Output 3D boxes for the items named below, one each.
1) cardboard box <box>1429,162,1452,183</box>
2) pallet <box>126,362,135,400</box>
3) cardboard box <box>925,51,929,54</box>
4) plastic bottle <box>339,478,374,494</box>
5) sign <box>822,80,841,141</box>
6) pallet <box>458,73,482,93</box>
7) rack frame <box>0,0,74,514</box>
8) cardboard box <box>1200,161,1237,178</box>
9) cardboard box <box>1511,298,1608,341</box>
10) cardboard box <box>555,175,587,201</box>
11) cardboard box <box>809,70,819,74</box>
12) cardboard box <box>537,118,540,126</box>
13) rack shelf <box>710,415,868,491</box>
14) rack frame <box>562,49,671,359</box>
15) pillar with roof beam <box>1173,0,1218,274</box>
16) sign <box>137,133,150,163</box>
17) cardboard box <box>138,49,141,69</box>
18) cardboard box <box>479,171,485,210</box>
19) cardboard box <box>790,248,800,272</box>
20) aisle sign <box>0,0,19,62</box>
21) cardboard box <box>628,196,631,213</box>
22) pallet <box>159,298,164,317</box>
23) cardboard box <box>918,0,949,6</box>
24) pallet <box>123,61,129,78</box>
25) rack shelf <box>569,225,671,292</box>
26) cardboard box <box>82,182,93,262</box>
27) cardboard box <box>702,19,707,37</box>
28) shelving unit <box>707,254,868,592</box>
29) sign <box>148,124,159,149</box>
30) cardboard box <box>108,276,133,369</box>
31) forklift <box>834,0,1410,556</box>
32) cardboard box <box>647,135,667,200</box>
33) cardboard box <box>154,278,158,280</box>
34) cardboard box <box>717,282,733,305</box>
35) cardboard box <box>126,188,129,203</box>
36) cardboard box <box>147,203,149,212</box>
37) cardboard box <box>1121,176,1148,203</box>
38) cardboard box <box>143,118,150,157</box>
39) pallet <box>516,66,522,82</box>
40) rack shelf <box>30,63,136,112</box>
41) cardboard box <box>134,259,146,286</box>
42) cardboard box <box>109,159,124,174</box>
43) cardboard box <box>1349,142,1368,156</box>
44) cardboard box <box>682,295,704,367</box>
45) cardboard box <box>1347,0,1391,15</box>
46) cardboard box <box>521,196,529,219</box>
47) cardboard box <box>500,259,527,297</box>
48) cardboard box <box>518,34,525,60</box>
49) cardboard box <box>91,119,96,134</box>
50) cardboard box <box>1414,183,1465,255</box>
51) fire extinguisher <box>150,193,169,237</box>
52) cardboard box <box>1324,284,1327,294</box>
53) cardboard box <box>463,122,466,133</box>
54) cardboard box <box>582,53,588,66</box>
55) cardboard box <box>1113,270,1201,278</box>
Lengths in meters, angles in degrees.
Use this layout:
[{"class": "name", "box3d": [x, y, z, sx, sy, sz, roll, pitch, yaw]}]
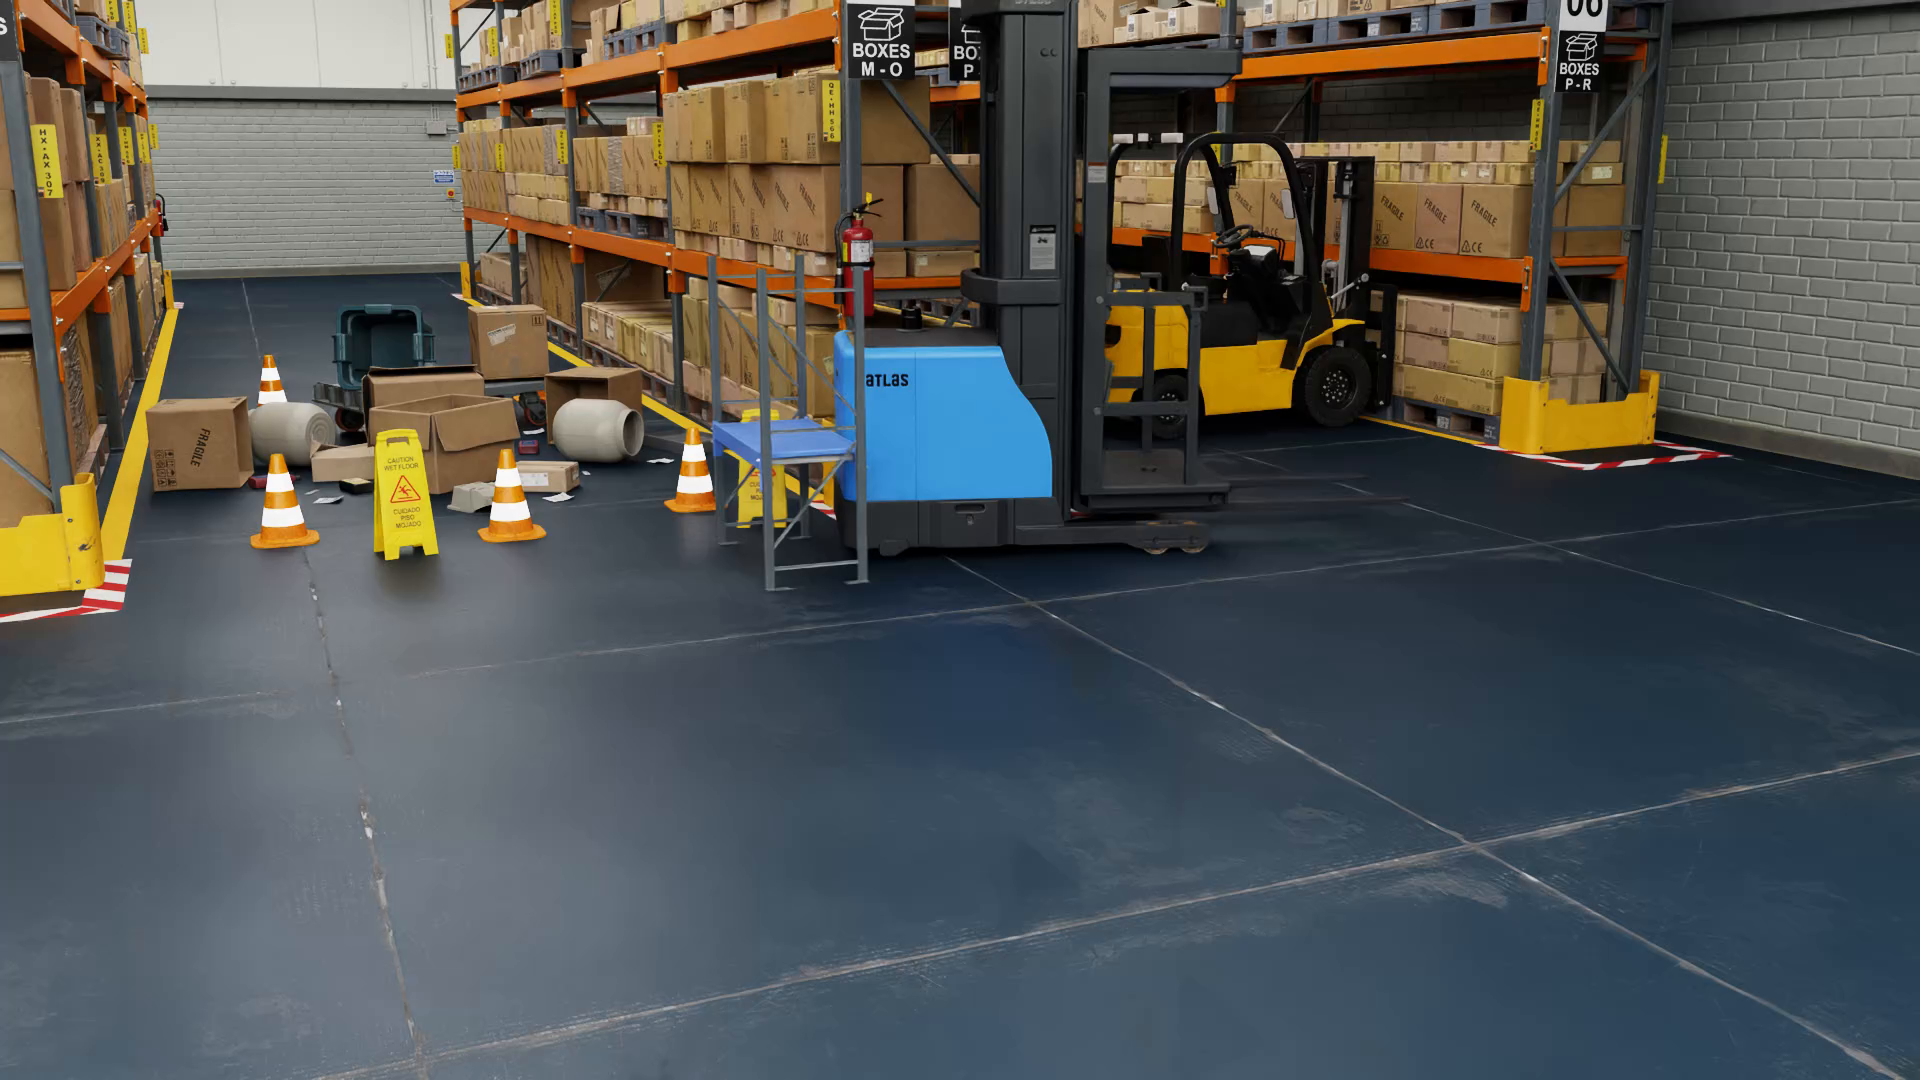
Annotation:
[{"class": "cardboard box", "box3d": [3.695, -2.711, 12.272, 0.380, 0.149, 0.250, -6, 14, -23]}, {"class": "pallet", "box3d": [-7.642, -1.346, 14.218, 1.003, 0.211, 1.213, -6, 14, -23]}, {"class": "cardboard box", "box3d": [-0.214, -6.051, 20.452, 0.380, 0.149, 0.250, -5, 14, -22]}, {"class": "plastic bottle", "box3d": [-3.714, -0.337, 10.191, 0.133, 0.061, 0.283, -12, 18, -42]}, {"class": "sign", "box3d": [-0.706, -2.362, 9.153, 0.100, 0.325, 0.005, -6, 14, -23]}, {"class": "pallet", "box3d": [-6.292, -6.261, 22.814, 1.003, 0.211, 1.213, -6, 14, -23]}, {"class": "rack frame", "box3d": [-4.685, -1.222, 7.496, 1.000, 3.000, 0.127, -6, 14, -23]}, {"class": "cardboard box", "box3d": [2.414, -3.380, 15.163, 0.380, 0.149, 0.250, -5, 14, -21]}, {"class": "cardboard box", "box3d": [4.338, -1.607, 12.111, 0.500, 0.250, 0.500, -6, 14, -24]}, {"class": "cardboard box", "box3d": [-3.821, -3.590, 16.953, 0.500, 0.250, 0.500, -6, 14, -23]}, {"class": "cardboard box", "box3d": [-1.902, -6.758, 24.438, 0.500, 0.250, 0.500, -5, 14, -22]}, {"class": "cardboard box", "box3d": [-5.144, -5.210, 20.850, 0.380, 0.149, 0.250, -6, 14, -24]}, {"class": "rack shelf", "box3d": [-0.863, -0.442, 8.249, 0.538, 0.185, 1.000, -5, 14, -20]}, {"class": "rack frame", "box3d": [-3.394, -3.342, 16.659, 1.000, 3.000, 0.127, -6, 14, -23]}, {"class": "pillar with roof beam", "box3d": [-1.444, -6.137, 15.431, 9.100, 9.000, 0.400, -6, 14, -23]}, {"class": "sign", "box3d": [-8.984, -4.316, 18.297, 0.100, 0.325, 0.005, -6, 14, -23]}, {"class": "cardboard box", "box3d": [-10.676, -6.087, 21.089, 0.500, 0.250, 0.500, -6, 14, -25]}, {"class": "cardboard box", "box3d": [-6.038, -4.608, 21.906, 0.500, 0.500, 0.500, -5, 14, -21]}, {"class": "cardboard box", "box3d": [-0.822, -1.722, 10.216, 0.380, 0.149, 0.250, -6, 14, -24]}, {"class": "aisle sign", "box3d": [-4.381, -2.501, 7.256, 0.394, 0.787, 0.004, -6, 14, -23]}, {"class": "cardboard box", "box3d": [-2.646, -2.892, 14.337, 0.380, 0.149, 0.250, -6, 14, -23]}, {"class": "pallet", "box3d": [-10.770, -2.982, 21.286, 1.003, 0.211, 1.213, -6, 14, -23]}, {"class": "cardboard box", "box3d": [-0.025, -3.126, 9.631, 0.380, 0.149, 0.250, -6, 14, -23]}, {"class": "pallet", "box3d": [-9.342, -4.934, 17.298, 1.213, 0.211, 1.003, -6, 14, -23]}, {"class": "rack shelf", "box3d": [-2.593, -2.579, 14.955, 1.077, 0.370, 4.000, -6, 14, -23]}, {"class": "cardboard box", "box3d": [-6.128, -2.046, 10.725, 0.875, 0.550, 0.550, -6, 14, -23]}, {"class": "cardboard box", "box3d": [-1.638, -3.668, 11.971, 0.380, 0.149, 0.250, -6, 14, -23]}, {"class": "shelving unit", "box3d": [-0.863, -0.617, 8.208, 0.538, 1.500, 1.048, -5, 14, -20]}, {"class": "sign", "box3d": [-10.577, -5.291, 21.811, 0.100, 0.325, 0.005, -6, 14, -23]}, {"class": "cardboard box", "box3d": [-7.728, -1.849, 14.265, 1.050, 0.750, 0.750, -6, 14, -24]}, {"class": "forklift", "box3d": [0.856, -1.469, 8.717, 3.031, 2.935, 1.130, -2, 13, -7]}, {"class": "cardboard box", "box3d": [-2.187, -2.989, 13.319, 0.500, 0.500, 0.500, -6, 14, -24]}, {"class": "cardboard box", "box3d": [-10.106, -3.137, 20.503, 0.380, 0.149, 0.250, -5, 14, -20]}, {"class": "cardboard box", "box3d": [-1.600, -1.779, 11.968, 0.380, 0.149, 0.250, -5, 14, -21]}, {"class": "cardboard box", "box3d": [-8.948, -3.614, 17.457, 0.380, 0.149, 0.250, -6, 14, -23]}, {"class": "cardboard box", "box3d": [-10.323, -4.150, 20.706, 0.380, 0.149, 0.250, -6, 14, -25]}, {"class": "cardboard box", "box3d": [1.912, -3.426, 16.243, 0.500, 0.250, 0.500, -5, 14, -22]}, {"class": "cardboard box", "box3d": [-10.263, -4.925, 20.396, 0.500, 0.500, 0.500, -5, 14, -20]}, {"class": "pallet", "box3d": [-4.584, -5.352, 19.114, 0.805, 0.209, 1.217, -6, 14, -25]}, {"class": "rack shelf", "box3d": [-8.690, -4.399, 16.165, 1.077, 0.370, 4.000, -6, 14, -23]}, {"class": "cardboard box", "box3d": [-8.543, -2.707, 16.861, 0.500, 0.250, 0.500, -6, 14, -25]}, {"class": "cardboard box", "box3d": [-8.836, -3.844, 17.134, 0.380, 0.149, 0.250, -6, 14, -23]}, {"class": "cardboard box", "box3d": [3.315, -3.073, 13.176, 0.380, 0.149, 0.250, -6, 14, -23]}, {"class": "cardboard box", "box3d": [-1.803, -1.600, 12.634, 0.500, 0.500, 0.500, -5, 14, -20]}, {"class": "cardboard box", "box3d": [3.438, -4.318, 12.840, 0.797, 0.503, 0.637, -5, 14, -21]}, {"class": "cardboard box", "box3d": [-4.663, -3.767, 18.826, 0.500, 0.250, 0.500, -6, 14, -23]}, {"class": "cardboard box", "box3d": [-5.509, -3.449, 21.873, 0.875, 0.438, 0.875, -6, 14, -25]}, {"class": "cardboard box", "box3d": [-4.585, -5.360, 18.092, 0.396, 0.266, 0.258, -4, 14, -18]}, {"class": "cardboard box", "box3d": [-7.719, -3.317, 14.108, 0.700, 0.500, 0.500, -6, 14, -23]}, {"class": "cardboard box", "box3d": [3.720, -2.373, 12.250, 0.500, 0.500, 0.500, -5, 14, -21]}, {"class": "fire extinguisher", "box3d": [-10.772, -4.402, 22.234, 0.296, 0.674, 0.183, -6, 14, -23]}, {"class": "cardboard box", "box3d": [3.066, -1.981, 13.724, 0.500, 0.250, 0.500, -5, 14, -21]}, {"class": "cardboard box", "box3d": [-6.710, -5.749, 23.178, 0.380, 0.149, 0.250, -5, 14, -22]}, {"class": "cardboard box", "box3d": [-3.424, -4.601, 16.002, 0.380, 0.149, 0.250, -6, 14, -23]}, {"class": "cardboard box", "box3d": [1.929, -2.436, 17.077, 0.875, 0.625, 0.625, -6, 14, -25]}]
